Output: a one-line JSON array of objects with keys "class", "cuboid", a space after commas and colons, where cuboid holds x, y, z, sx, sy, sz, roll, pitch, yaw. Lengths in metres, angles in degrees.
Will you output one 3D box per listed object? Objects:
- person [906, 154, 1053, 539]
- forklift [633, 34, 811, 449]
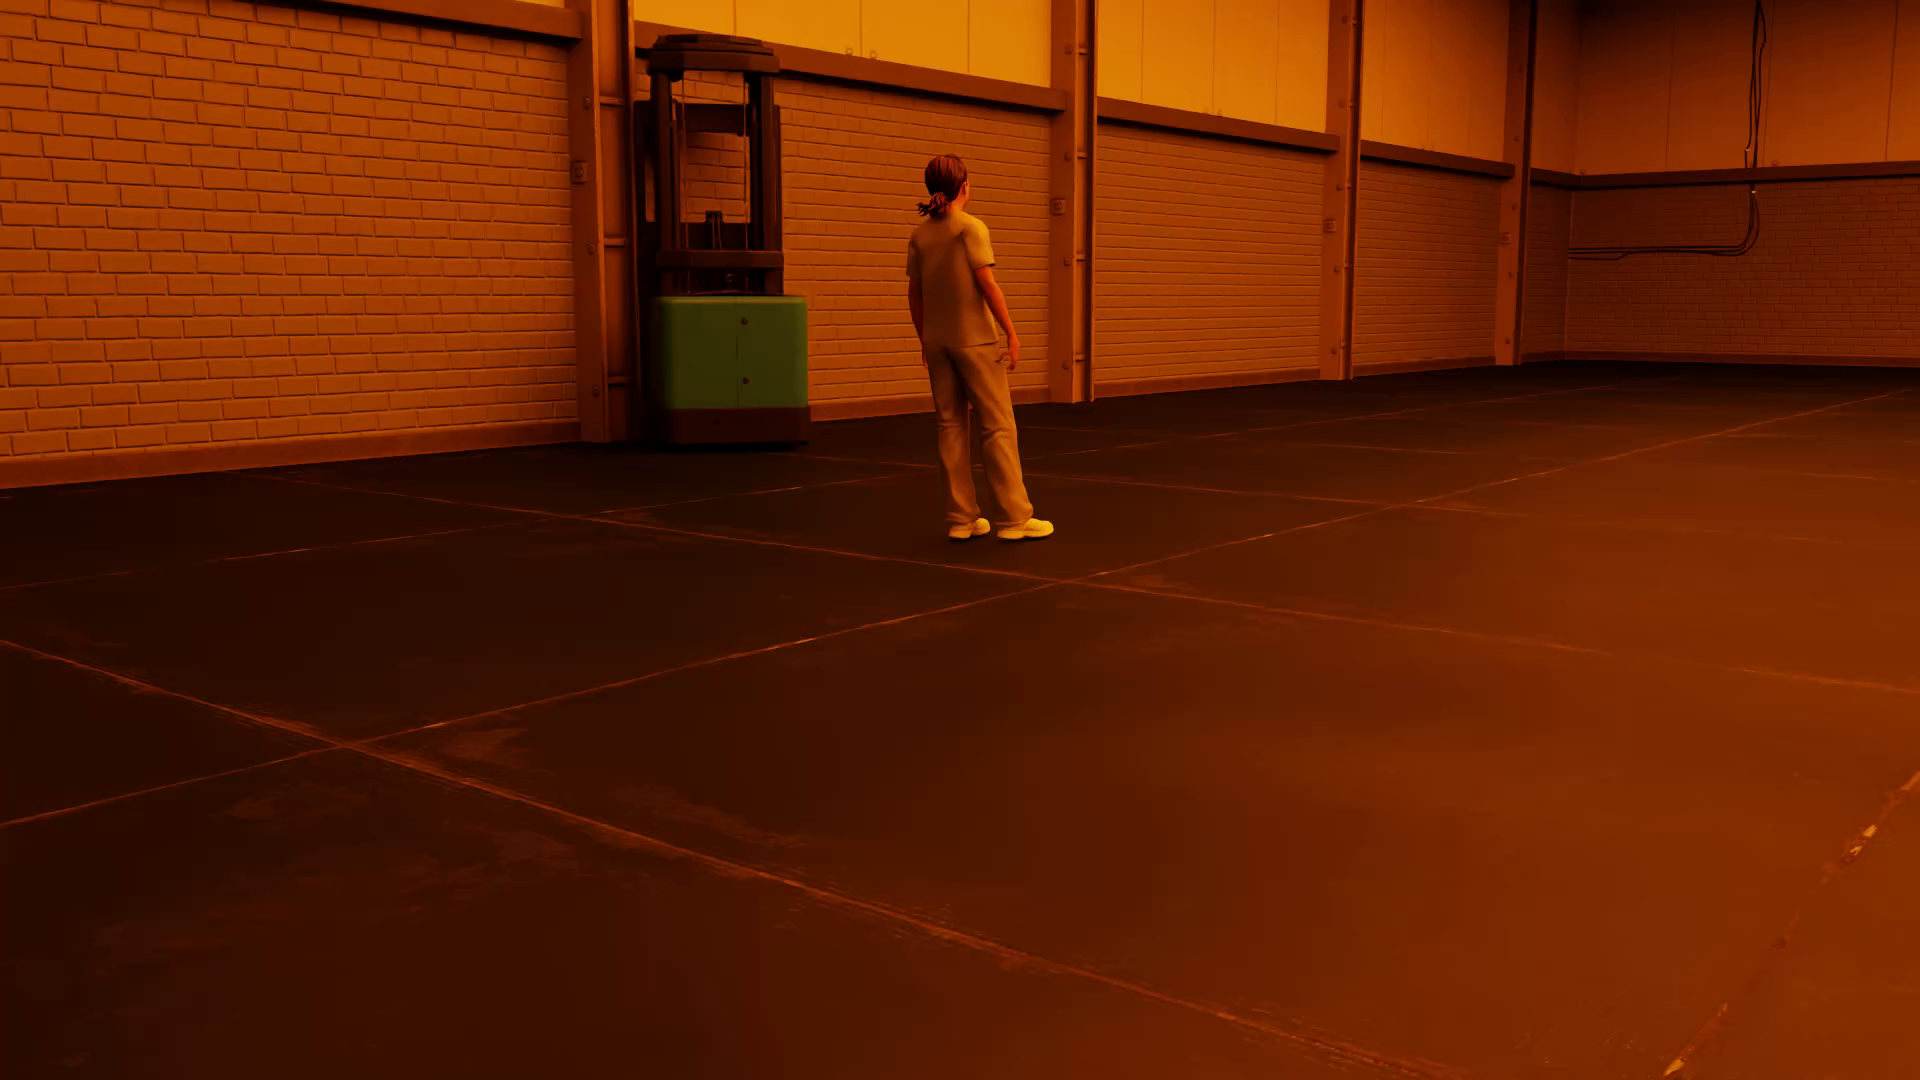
[{"class": "person", "cuboid": [0.057, -0.843, 7.331, 0.549, 1.672, 0.548, 7, 11, 38]}, {"class": "forklift", "cuboid": [-1.951, -2.265, 12.759, 1.130, 2.935, 3.031, -2, 9, -16]}]
